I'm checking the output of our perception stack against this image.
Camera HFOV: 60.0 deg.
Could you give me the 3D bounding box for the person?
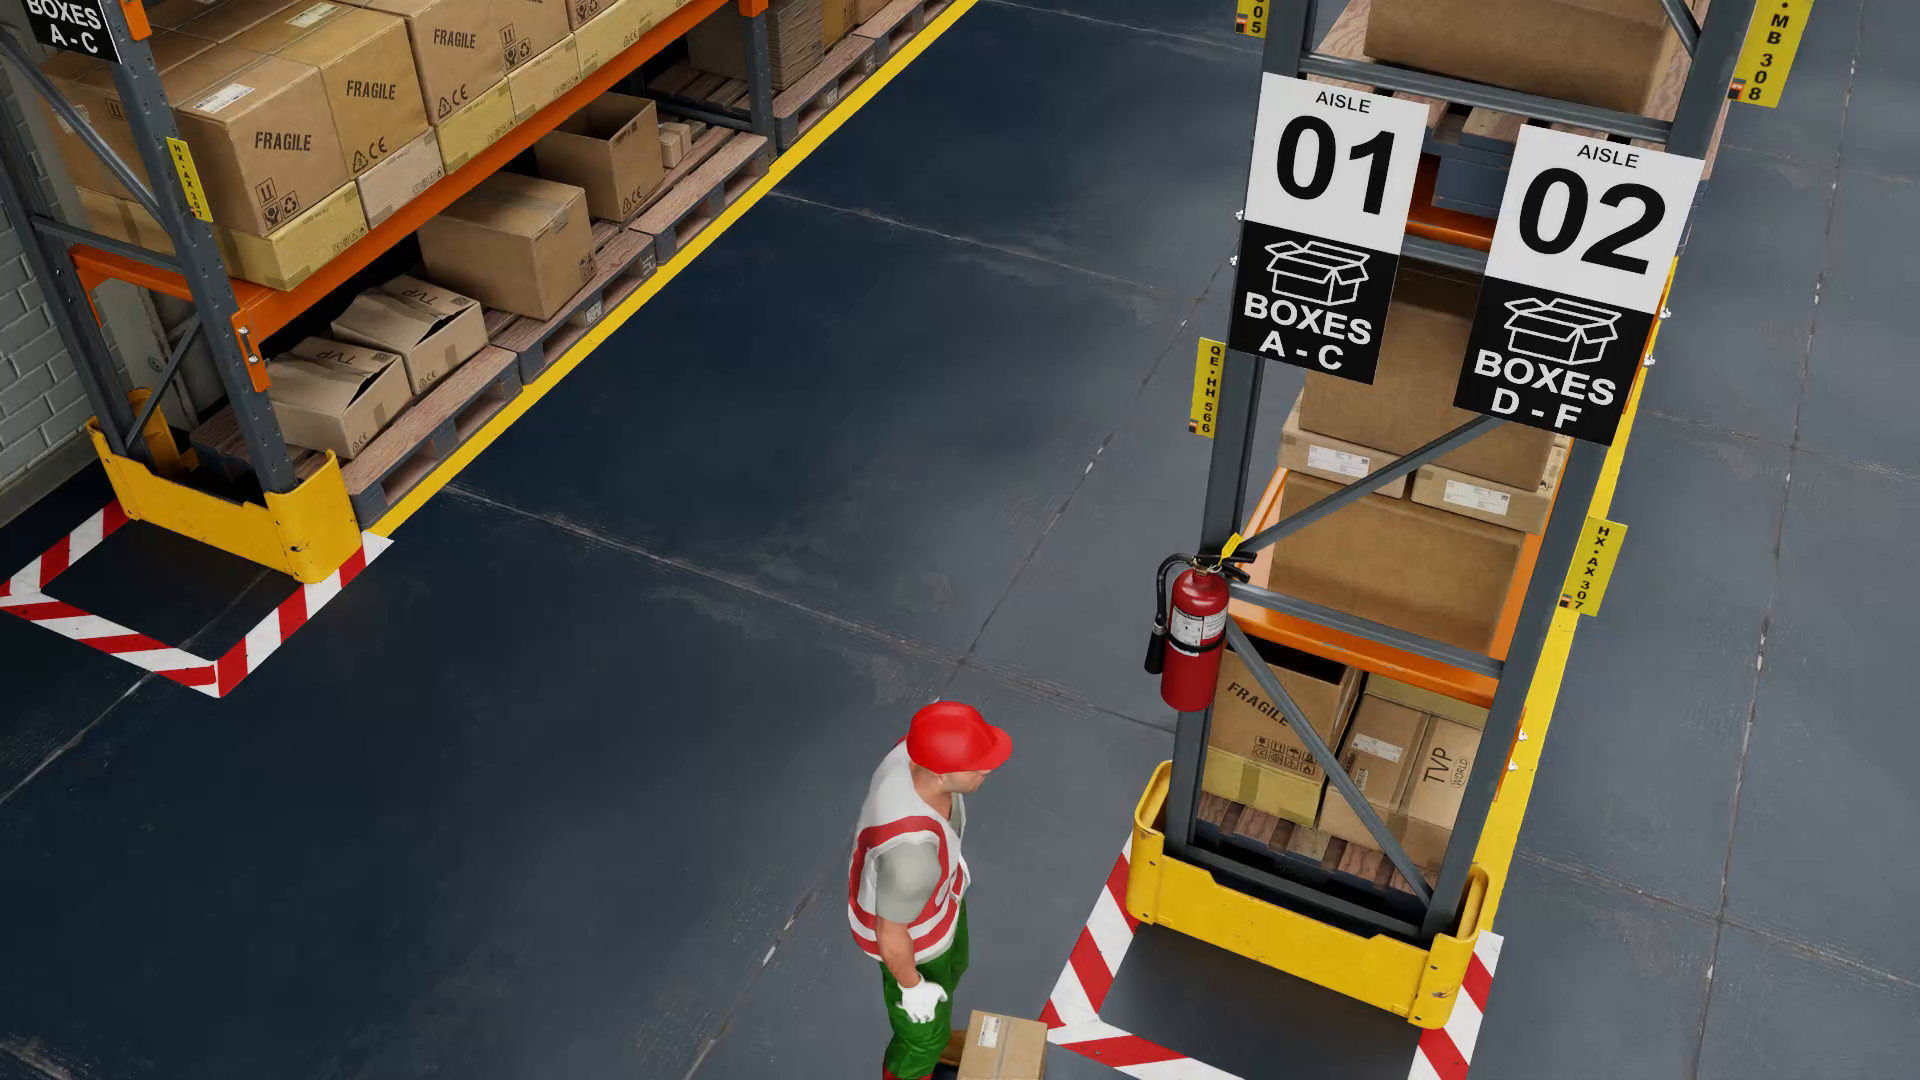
[{"bbox_3d":[-0.089,1.117,4.892,0.451,1.778,0.600,7,42,8],"label":"person"}]
